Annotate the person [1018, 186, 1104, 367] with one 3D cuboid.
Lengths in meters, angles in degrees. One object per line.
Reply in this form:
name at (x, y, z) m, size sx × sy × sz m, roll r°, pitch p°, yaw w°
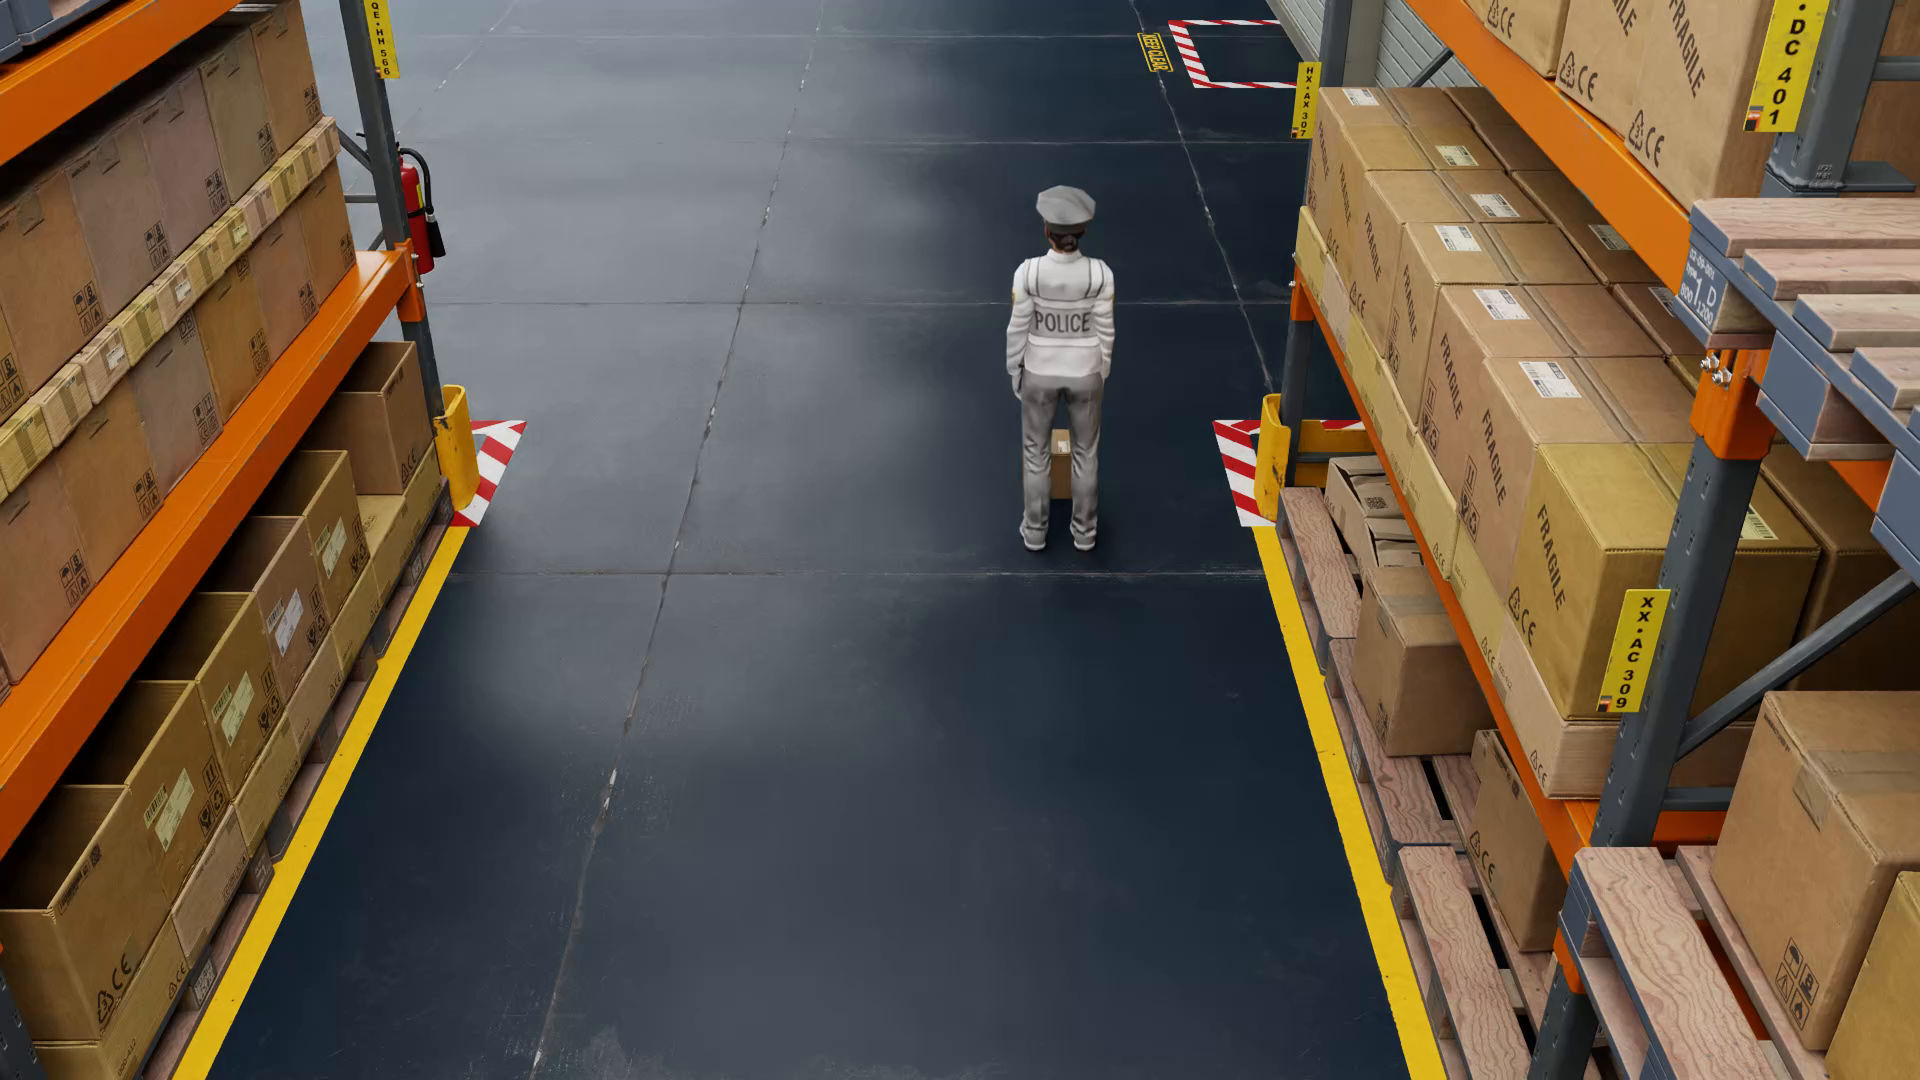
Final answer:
person at (0.434, -1.096, 7.069) m, size 0.373 × 0.809 × 0.340 m, roll 1°, pitch 32°, yaw 1°
